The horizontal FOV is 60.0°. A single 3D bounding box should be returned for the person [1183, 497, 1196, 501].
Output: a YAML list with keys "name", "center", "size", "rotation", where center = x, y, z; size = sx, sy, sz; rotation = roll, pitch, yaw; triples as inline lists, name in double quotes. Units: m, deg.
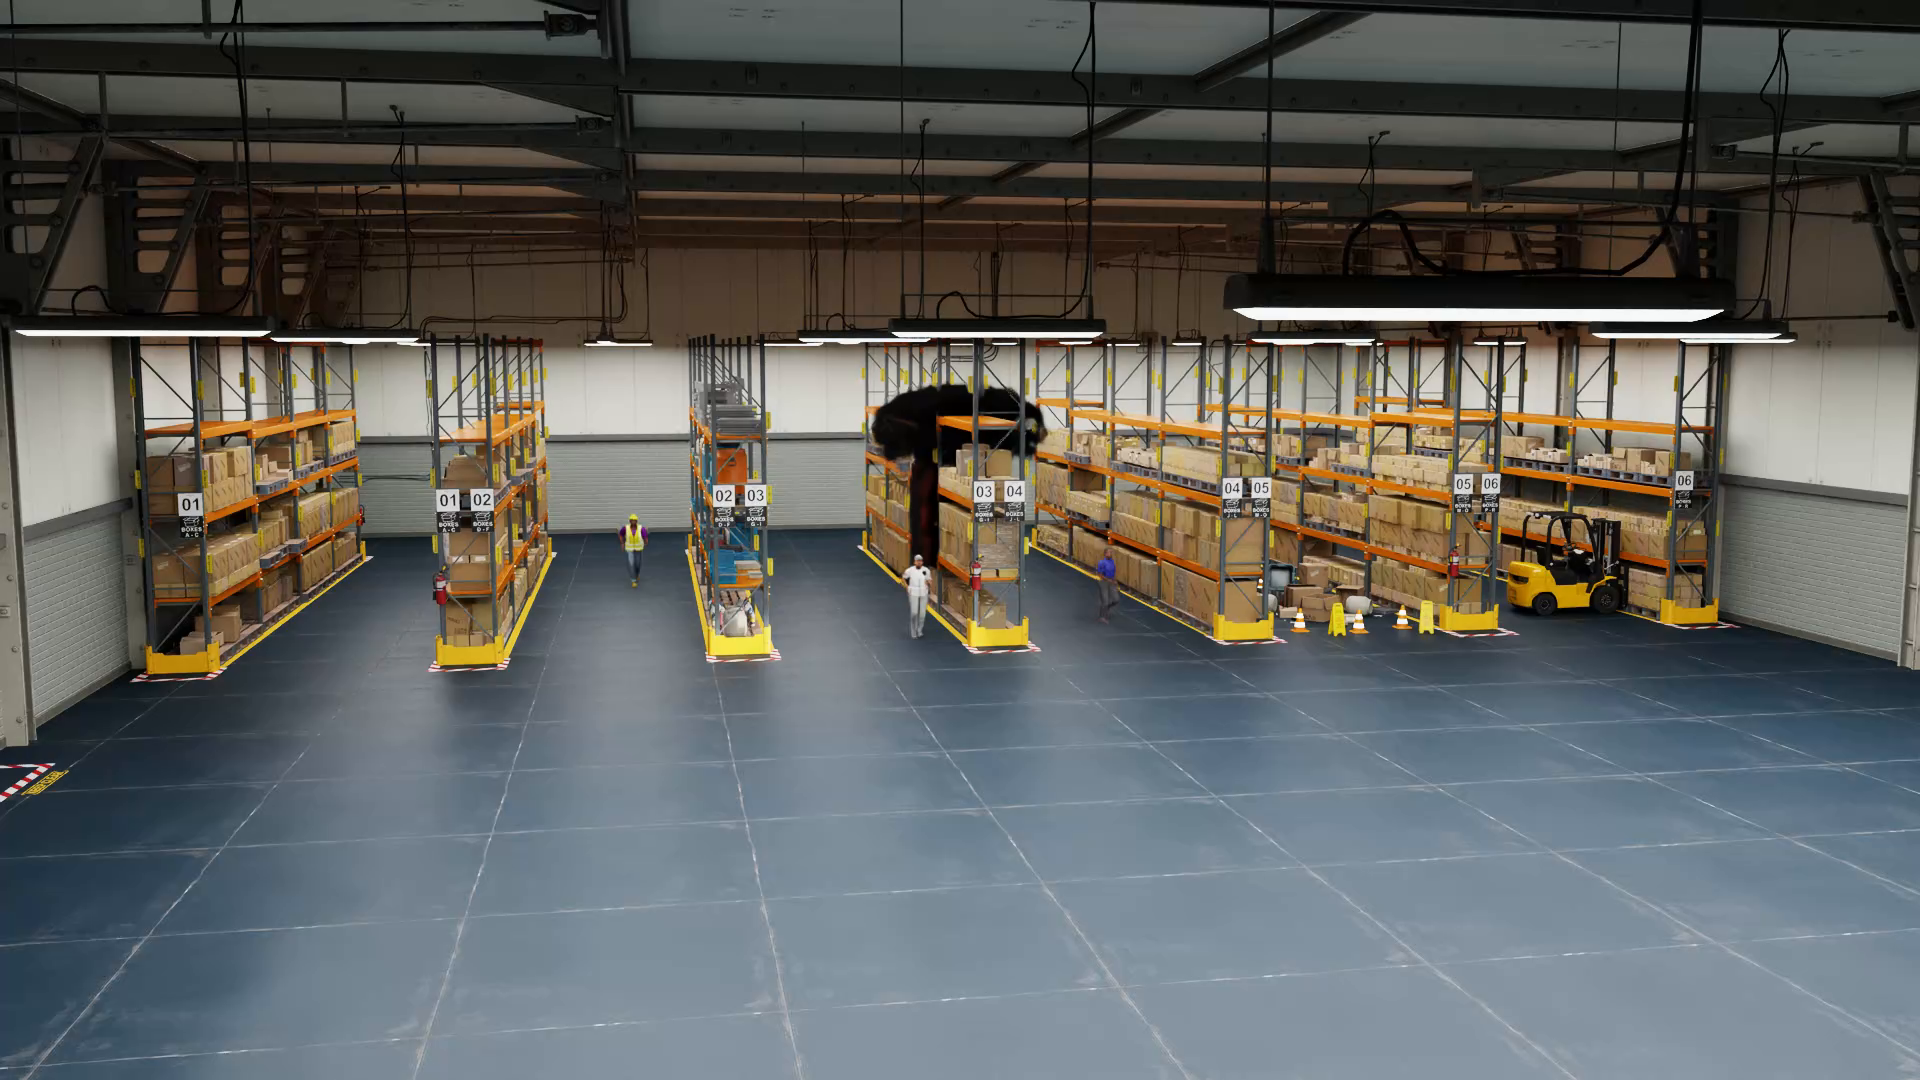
- name: "person"
  center: [7.306, -1.080, 52.086]
  size: [0.679, 1.683, 0.658]
  rotation: [-4, 8, -30]

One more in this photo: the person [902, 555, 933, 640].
- name: "person"
  center: [-0.825, 1.144, 32.985]
  size: [0.584, 1.687, 0.653]
  rotation: [-1, 7, -12]

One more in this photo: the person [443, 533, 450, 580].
- name: "person"
  center: [-12.462, 0.195, 40.764]
  size: [0.664, 1.787, 0.962]
  rotation: [-2, 7, -14]

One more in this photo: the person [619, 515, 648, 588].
- name: "person"
  center: [-7.920, 0.241, 40.374]
  size: [0.679, 1.752, 0.911]
  rotation: [-2, 7, -15]

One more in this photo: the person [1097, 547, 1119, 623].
- name: "person"
  center: [3.120, 0.945, 34.799]
  size: [0.555, 1.606, 0.600]
  rotation: [-5, 8, -37]
